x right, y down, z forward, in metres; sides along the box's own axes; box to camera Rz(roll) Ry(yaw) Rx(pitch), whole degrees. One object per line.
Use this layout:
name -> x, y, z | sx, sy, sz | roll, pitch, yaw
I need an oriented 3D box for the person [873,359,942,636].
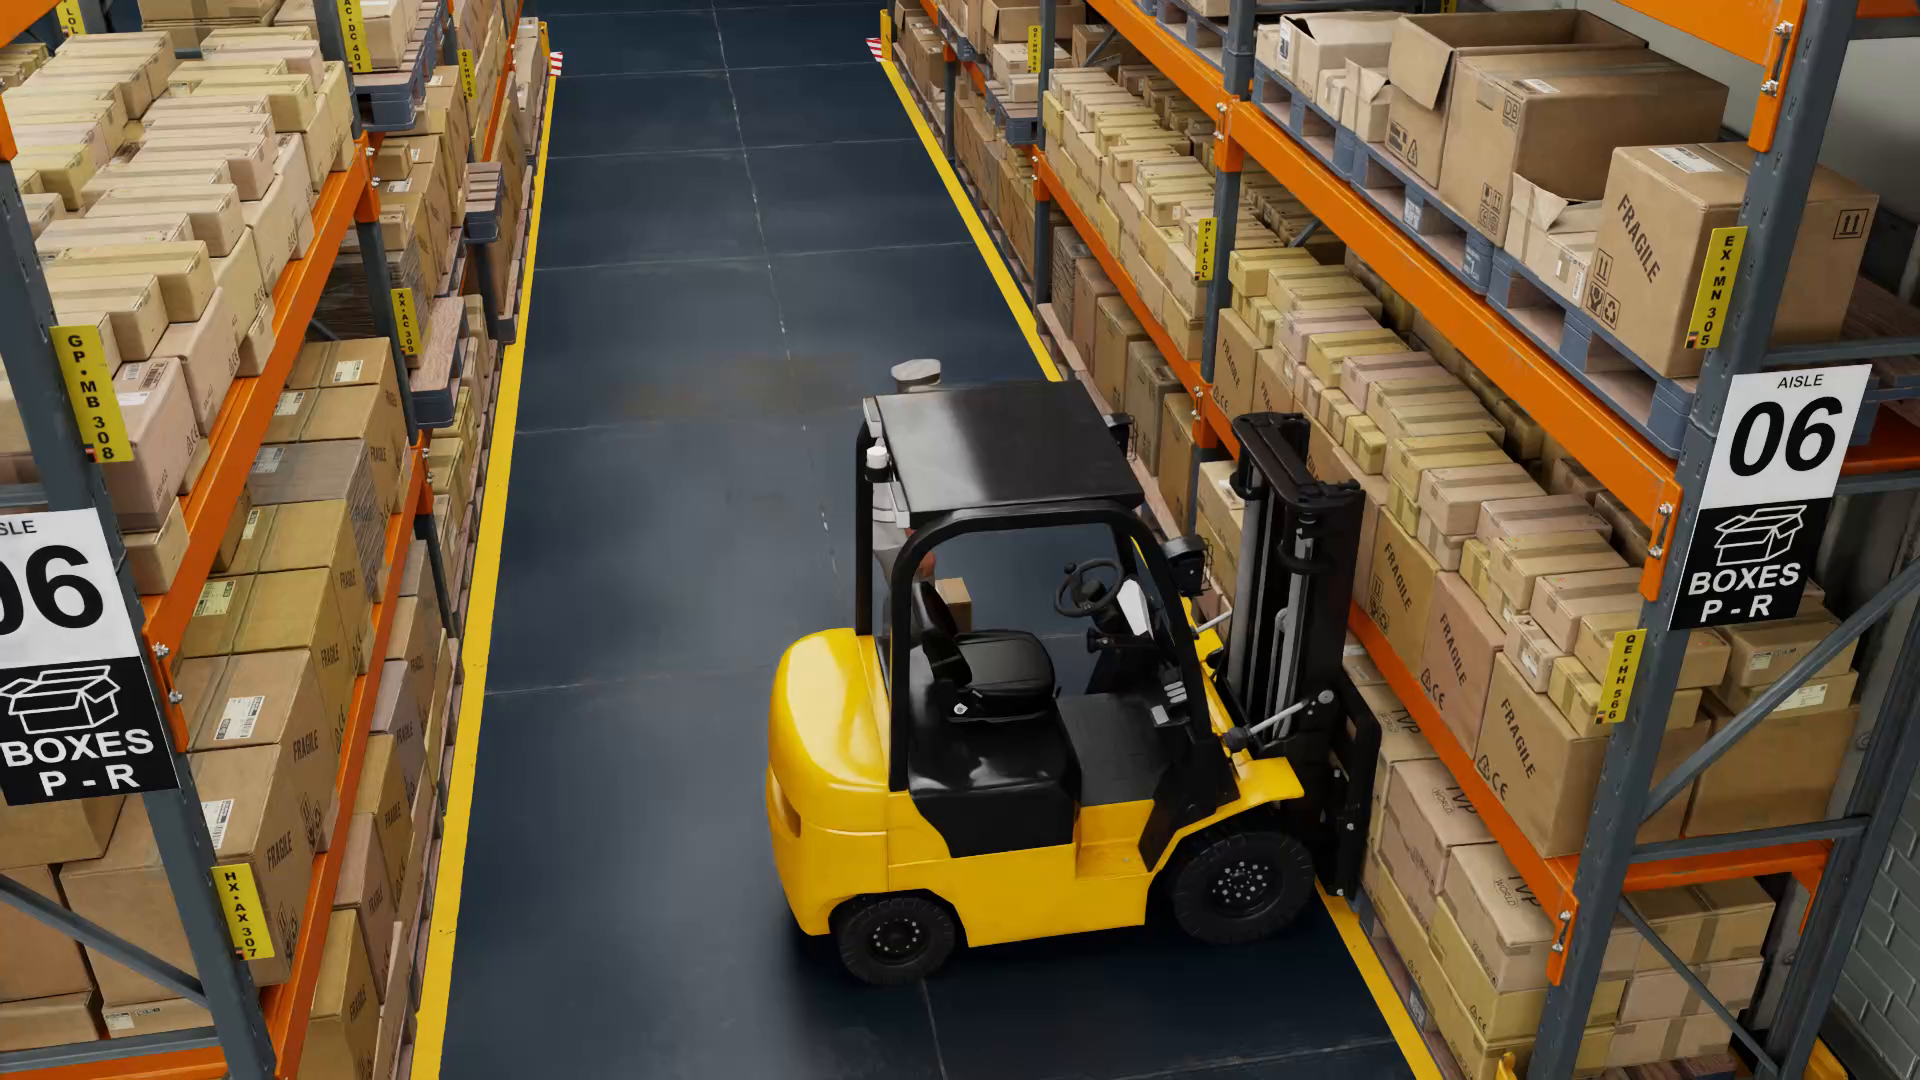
person -> -0.279, -0.055, 8.223 | 0.433, 1.748, 0.595 | -6, 31, -10
